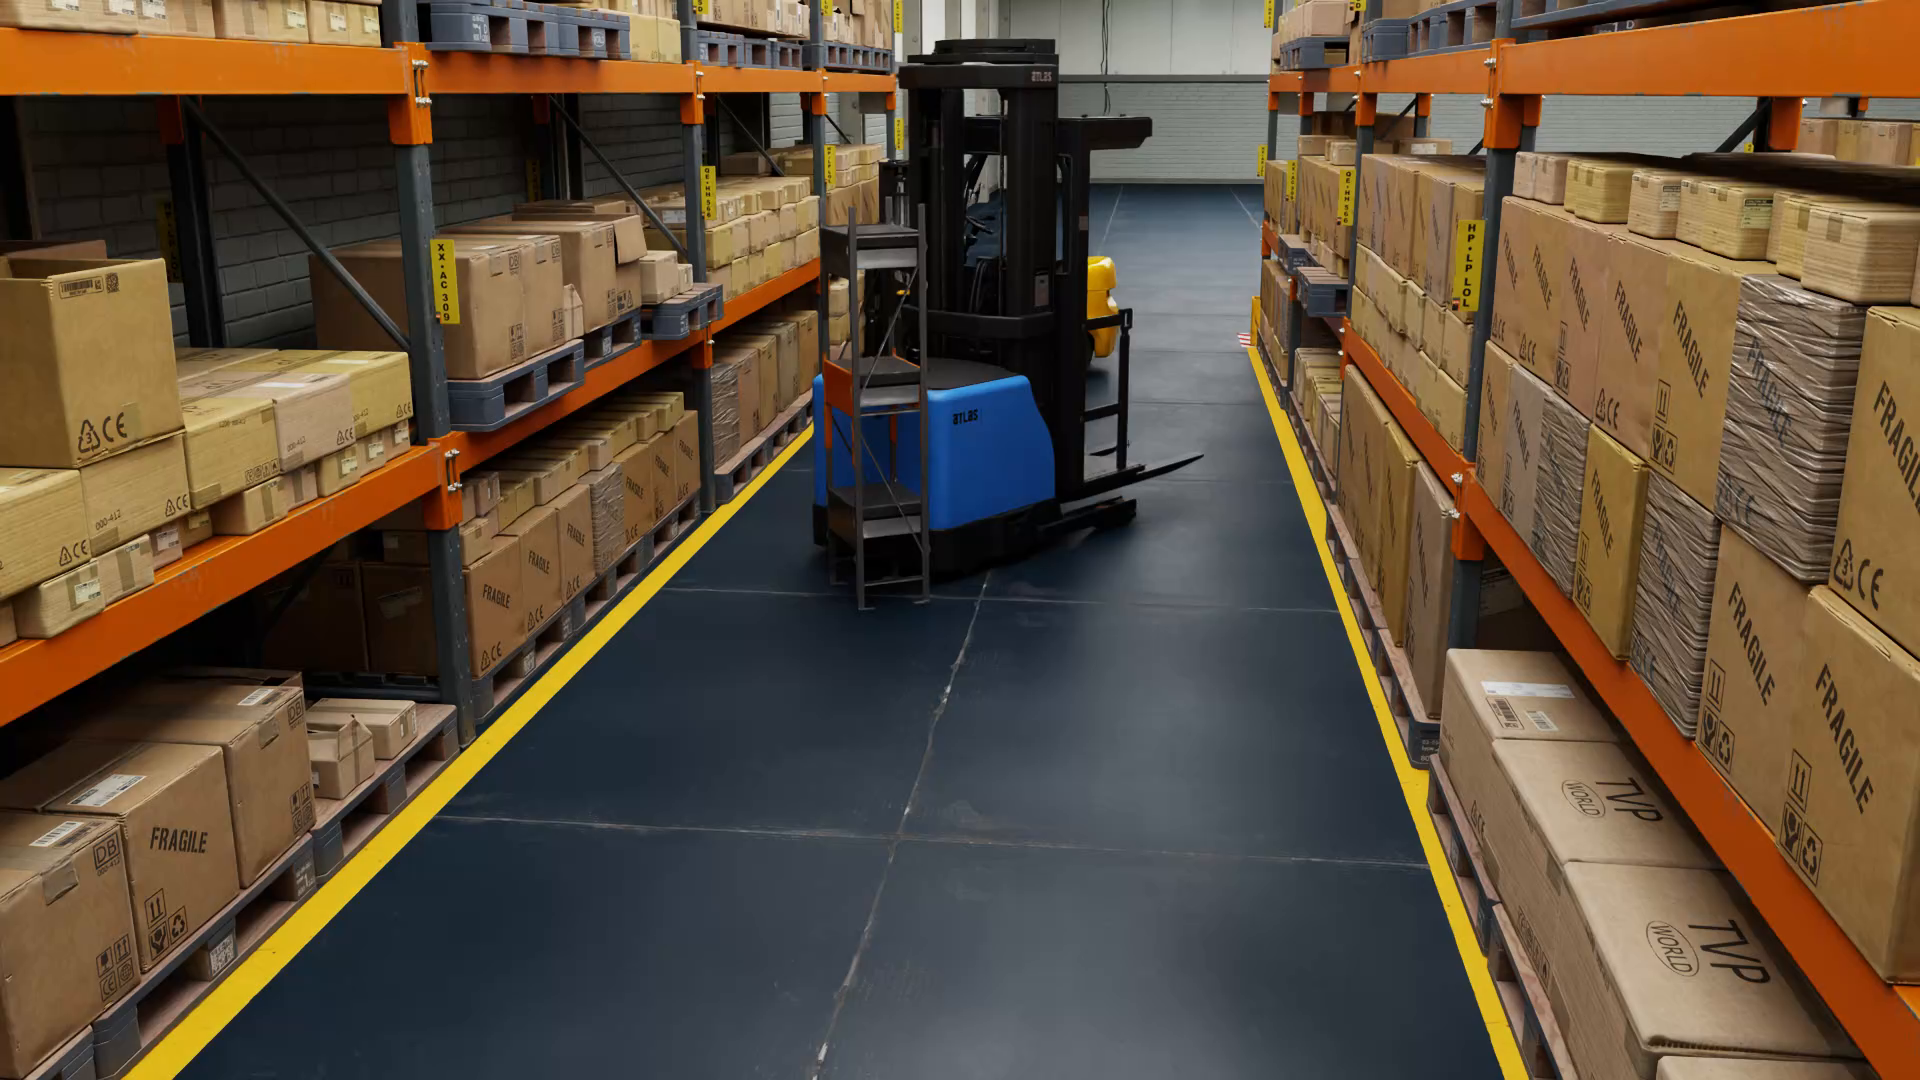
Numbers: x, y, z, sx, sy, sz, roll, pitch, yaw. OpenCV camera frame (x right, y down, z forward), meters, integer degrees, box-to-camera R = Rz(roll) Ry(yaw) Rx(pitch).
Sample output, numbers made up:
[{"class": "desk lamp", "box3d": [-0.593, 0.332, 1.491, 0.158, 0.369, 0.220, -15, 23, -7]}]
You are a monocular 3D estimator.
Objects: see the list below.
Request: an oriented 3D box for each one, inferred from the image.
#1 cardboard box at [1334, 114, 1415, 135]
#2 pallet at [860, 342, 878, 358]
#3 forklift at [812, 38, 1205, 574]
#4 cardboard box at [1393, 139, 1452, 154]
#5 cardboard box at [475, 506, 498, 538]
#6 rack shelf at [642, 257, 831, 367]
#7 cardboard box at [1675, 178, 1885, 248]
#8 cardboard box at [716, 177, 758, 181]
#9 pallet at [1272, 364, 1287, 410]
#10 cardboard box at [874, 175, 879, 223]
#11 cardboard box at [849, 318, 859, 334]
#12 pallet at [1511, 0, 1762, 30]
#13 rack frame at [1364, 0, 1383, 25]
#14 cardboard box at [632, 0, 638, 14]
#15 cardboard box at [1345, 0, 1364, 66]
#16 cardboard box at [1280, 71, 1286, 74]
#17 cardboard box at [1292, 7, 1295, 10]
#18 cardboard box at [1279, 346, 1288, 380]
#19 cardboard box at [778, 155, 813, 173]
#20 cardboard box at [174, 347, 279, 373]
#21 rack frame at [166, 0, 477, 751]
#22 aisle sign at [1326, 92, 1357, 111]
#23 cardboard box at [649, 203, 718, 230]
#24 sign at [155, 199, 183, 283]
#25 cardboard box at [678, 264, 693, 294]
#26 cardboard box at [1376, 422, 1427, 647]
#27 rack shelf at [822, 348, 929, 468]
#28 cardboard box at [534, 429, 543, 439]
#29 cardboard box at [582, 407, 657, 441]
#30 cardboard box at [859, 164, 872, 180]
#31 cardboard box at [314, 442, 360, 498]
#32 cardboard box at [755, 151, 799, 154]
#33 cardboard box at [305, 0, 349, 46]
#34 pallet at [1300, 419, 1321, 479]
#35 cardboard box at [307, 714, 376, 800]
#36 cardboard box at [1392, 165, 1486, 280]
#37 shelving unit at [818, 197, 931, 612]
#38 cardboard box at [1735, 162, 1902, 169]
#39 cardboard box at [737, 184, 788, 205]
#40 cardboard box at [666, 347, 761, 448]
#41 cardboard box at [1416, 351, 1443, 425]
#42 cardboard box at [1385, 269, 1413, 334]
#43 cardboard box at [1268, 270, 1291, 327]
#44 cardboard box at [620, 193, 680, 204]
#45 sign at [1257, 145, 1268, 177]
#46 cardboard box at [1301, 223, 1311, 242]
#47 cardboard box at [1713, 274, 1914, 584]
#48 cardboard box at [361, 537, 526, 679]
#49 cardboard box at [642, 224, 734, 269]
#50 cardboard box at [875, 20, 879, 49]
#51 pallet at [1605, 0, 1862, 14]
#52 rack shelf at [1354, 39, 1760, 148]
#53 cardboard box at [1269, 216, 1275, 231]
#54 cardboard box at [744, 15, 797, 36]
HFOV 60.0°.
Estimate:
[{"class": "cardboard box", "box3d": [3.630, -3.446, 14.482, 0.700, 0.500, 0.500, 2, 15, 7]}, {"class": "pallet", "box3d": [-1.381, -1.853, 16.612, 1.003, 0.211, 1.213, 2, 15, 6]}, {"class": "forklift", "box3d": [0.465, -1.547, 10.267, 1.130, 2.935, 3.031, 12, 19, 38]}, {"class": "cardboard box", "box3d": [3.385, -2.862, 12.192, 0.380, 0.149, 0.250, 1, 15, 4]}, {"class": "cardboard box", "box3d": [-2.291, -0.071, 7.419, 0.380, 0.149, 0.250, 1, 15, 5]}, {"class": "rack shelf", "box3d": [-1.873, -1.811, 12.492, 1.077, 0.370, 4.000, 2, 15, 6]}, {"class": "cardboard box", "box3d": [1.910, -0.763, 3.886, 0.380, 0.149, 0.250, 2, 15, 8]}, {"class": "cardboard box", "box3d": [-1.900, -2.954, 13.905, 0.380, 0.149, 0.250, 1, 15, 5]}, {"class": "pallet", "box3d": [3.326, -1.361, 14.791, 1.003, 0.211, 1.213, 2, 15, 6]}, {"class": "cardboard box", "box3d": [-1.058, -3.493, 17.142, 0.500, 0.500, 0.500, 2, 15, 8]}, {"class": "cardboard box", "box3d": [-1.231, -2.041, 15.469, 0.500, 0.250, 0.500, 2, 15, 6]}, {"class": "pallet", "box3d": [2.280, -1.650, 4.942, 1.003, 0.211, 1.213, 2, 15, 6]}, {"class": "rack frame", "box3d": [2.834, -4.390, 9.159, 1.000, 3.000, 0.127, 2, 15, 6]}, {"class": "cardboard box", "box3d": [-2.003, -2.975, 9.193, 0.380, 0.149, 0.250, 2, 15, 8]}, {"class": "cardboard box", "box3d": [2.978, -3.389, 11.003, 0.797, 0.503, 0.637, 2, 15, 6]}, {"class": "cardboard box", "box3d": [3.235, -4.484, 15.734, 0.380, 0.149, 0.250, 2, 15, 7]}, {"class": "cardboard box", "box3d": [3.074, -4.538, 14.405, 0.380, 0.149, 0.250, 2, 15, 8]}, {"class": "cardboard box", "box3d": [3.085, -1.569, 14.679, 0.500, 0.250, 0.500, 2, 15, 9]}, {"class": "cardboard box", "box3d": [-1.394, -3.327, 14.716, 0.380, 0.149, 0.250, 2, 15, 7]}, {"class": "cardboard box", "box3d": [-2.874, -0.553, 6.178, 0.500, 0.250, 0.500, 2, 15, 6]}, {"class": "rack frame", "box3d": [-2.550, -0.602, 6.643, 1.000, 3.000, 0.127, 2, 15, 6]}, {"class": "aisle sign", "box3d": [4.032, -4.832, 17.304, 0.394, 0.787, 0.004, 2, 15, 6]}, {"class": "cardboard box", "box3d": [-1.770, -2.075, 10.655, 0.380, 0.149, 0.250, 2, 15, 8]}, {"class": "sign", "box3d": [-3.102, -1.177, 6.549, 0.100, 0.325, 0.005, 2, 15, 6]}, {"class": "cardboard box", "box3d": [-1.791, -1.539, 9.785, 0.380, 0.149, 0.250, 2, 15, 7]}, {"class": "cardboard box", "box3d": [2.467, -0.032, 7.799, 0.875, 0.875, 0.875, 2, 15, 8]}, {"class": "rack shelf", "box3d": [-0.449, -0.703, 8.771, 0.431, 0.518, 0.480, -7, 17, -21]}, {"class": "cardboard box", "box3d": [-2.595, -0.620, 9.450, 0.380, 0.149, 0.250, 1, 15, 4]}, {"class": "cardboard box", "box3d": [-1.976, -0.675, 9.652, 0.380, 0.149, 0.250, 1, 15, 4]}, {"class": "cardboard box", "box3d": [-1.077, -3.644, 16.459, 0.380, 0.149, 0.250, 2, 15, 7]}, {"class": "cardboard box", "box3d": [-2.348, -0.255, 5.838, 0.380, 0.149, 0.250, 2, 15, 8]}, {"class": "cardboard box", "box3d": [-1.735, -3.605, 15.743, 0.380, 0.149, 0.250, 2, 15, 6]}, {"class": "cardboard box", "box3d": [-2.328, -1.764, 5.672, 0.380, 0.149, 0.250, 2, 15, 6]}, {"class": "pallet", "box3d": [3.064, -0.667, 12.223, 1.003, 0.211, 1.213, 2, 15, 6]}, {"class": "cardboard box", "box3d": [-2.361, 0.761, 6.036, 0.396, 0.266, 0.258, 2, 15, 8]}, {"class": "cardboard box", "box3d": [2.355, -1.511, 7.897, 0.500, 0.500, 0.500, 2, 15, 7]}, {"class": "shelving unit", "box3d": [-0.449, -0.716, 8.767, 0.431, 2.100, 0.503, -7, 17, -21]}, {"class": "cardboard box", "box3d": [2.478, -1.016, 4.823, 0.380, 0.149, 0.250, 2, 15, 6]}, {"class": "cardboard box", "box3d": [-1.546, -2.676, 12.877, 0.380, 0.149, 0.250, 1, 15, 5]}, {"class": "cardboard box", "box3d": [-1.949, -1.027, 11.959, 0.875, 0.625, 0.625, 2, 15, 8]}, {"class": "cardboard box", "box3d": [2.241, -0.640, 7.071, 0.500, 0.250, 0.500, 1, 15, 5]}, {"class": "cardboard box", "box3d": [2.333, -1.145, 7.980, 0.500, 0.250, 0.500, 2, 15, 7]}, {"class": "cardboard box", "box3d": [3.249, -2.334, 16.073, 0.500, 0.500, 0.500, 2, 15, 7]}, {"class": "cardboard box", "box3d": [-2.189, -2.359, 11.706, 0.380, 0.149, 0.250, 2, 15, 6]}, {"class": "sign", "box3d": [3.197, -4.003, 17.562, 0.100, 0.325, 0.005, 2, 15, 6]}, {"class": "cardboard box", "box3d": [2.872, -2.415, 13.023, 0.380, 0.149, 0.250, 2, 15, 7]}, {"class": "cardboard box", "box3d": [1.779, -0.219, 3.118, 0.500, 0.500, 0.500, 2, 15, 6]}, {"class": "cardboard box", "box3d": [-2.272, 0.283, 7.354, 0.500, 0.500, 0.500, 2, 15, 9]}, {"class": "cardboard box", "box3d": [-1.781, -1.916, 10.830, 0.500, 0.250, 0.500, 2, 15, 6]}, {"class": "cardboard box", "box3d": [-1.016, -5.059, 16.640, 0.396, 0.266, 0.258, 2, 15, 6]}, {"class": "pallet", "box3d": [2.140, -1.335, 3.775, 1.003, 0.211, 1.213, 2, 15, 6]}, {"class": "rack shelf", "box3d": [2.608, -2.076, 7.726, 1.077, 0.370, 4.000, 2, 15, 6]}, {"class": "cardboard box", "box3d": [3.293, -3.169, 16.617, 0.380, 0.149, 0.250, 2, 15, 7]}, {"class": "cardboard box", "box3d": [-1.470, -3.961, 12.802, 0.380, 0.149, 0.250, 2, 15, 6]}]
